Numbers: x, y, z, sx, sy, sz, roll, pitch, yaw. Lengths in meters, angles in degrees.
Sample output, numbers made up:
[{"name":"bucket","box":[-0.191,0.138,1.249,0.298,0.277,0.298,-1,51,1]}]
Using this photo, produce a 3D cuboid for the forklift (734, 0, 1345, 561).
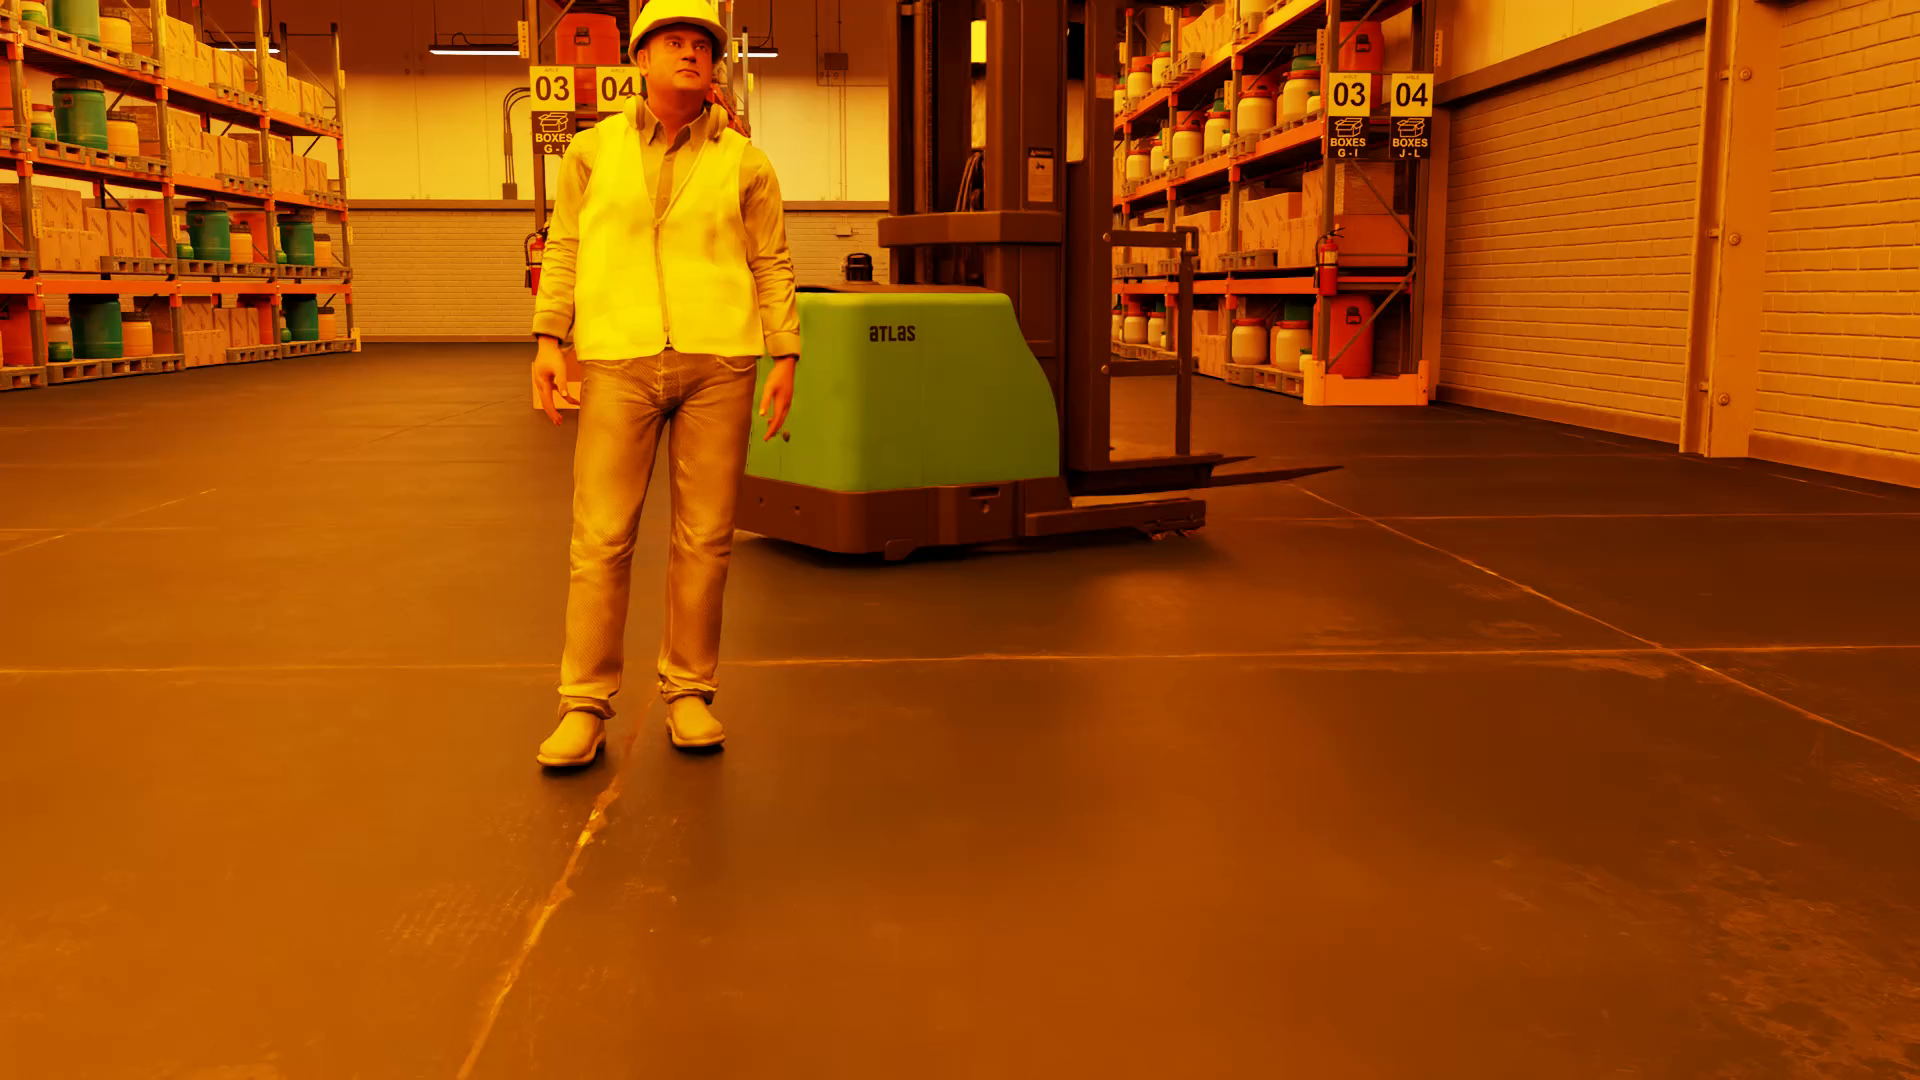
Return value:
[{"name":"forklift","box":[0.491,-1.510,7.503,3.031,2.935,1.130,-6,10,-35]}]

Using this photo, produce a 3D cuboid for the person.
[{"name":"person","box":[-0.687,-0.400,3.908,0.633,1.774,0.568,-1,9,-10]}]
